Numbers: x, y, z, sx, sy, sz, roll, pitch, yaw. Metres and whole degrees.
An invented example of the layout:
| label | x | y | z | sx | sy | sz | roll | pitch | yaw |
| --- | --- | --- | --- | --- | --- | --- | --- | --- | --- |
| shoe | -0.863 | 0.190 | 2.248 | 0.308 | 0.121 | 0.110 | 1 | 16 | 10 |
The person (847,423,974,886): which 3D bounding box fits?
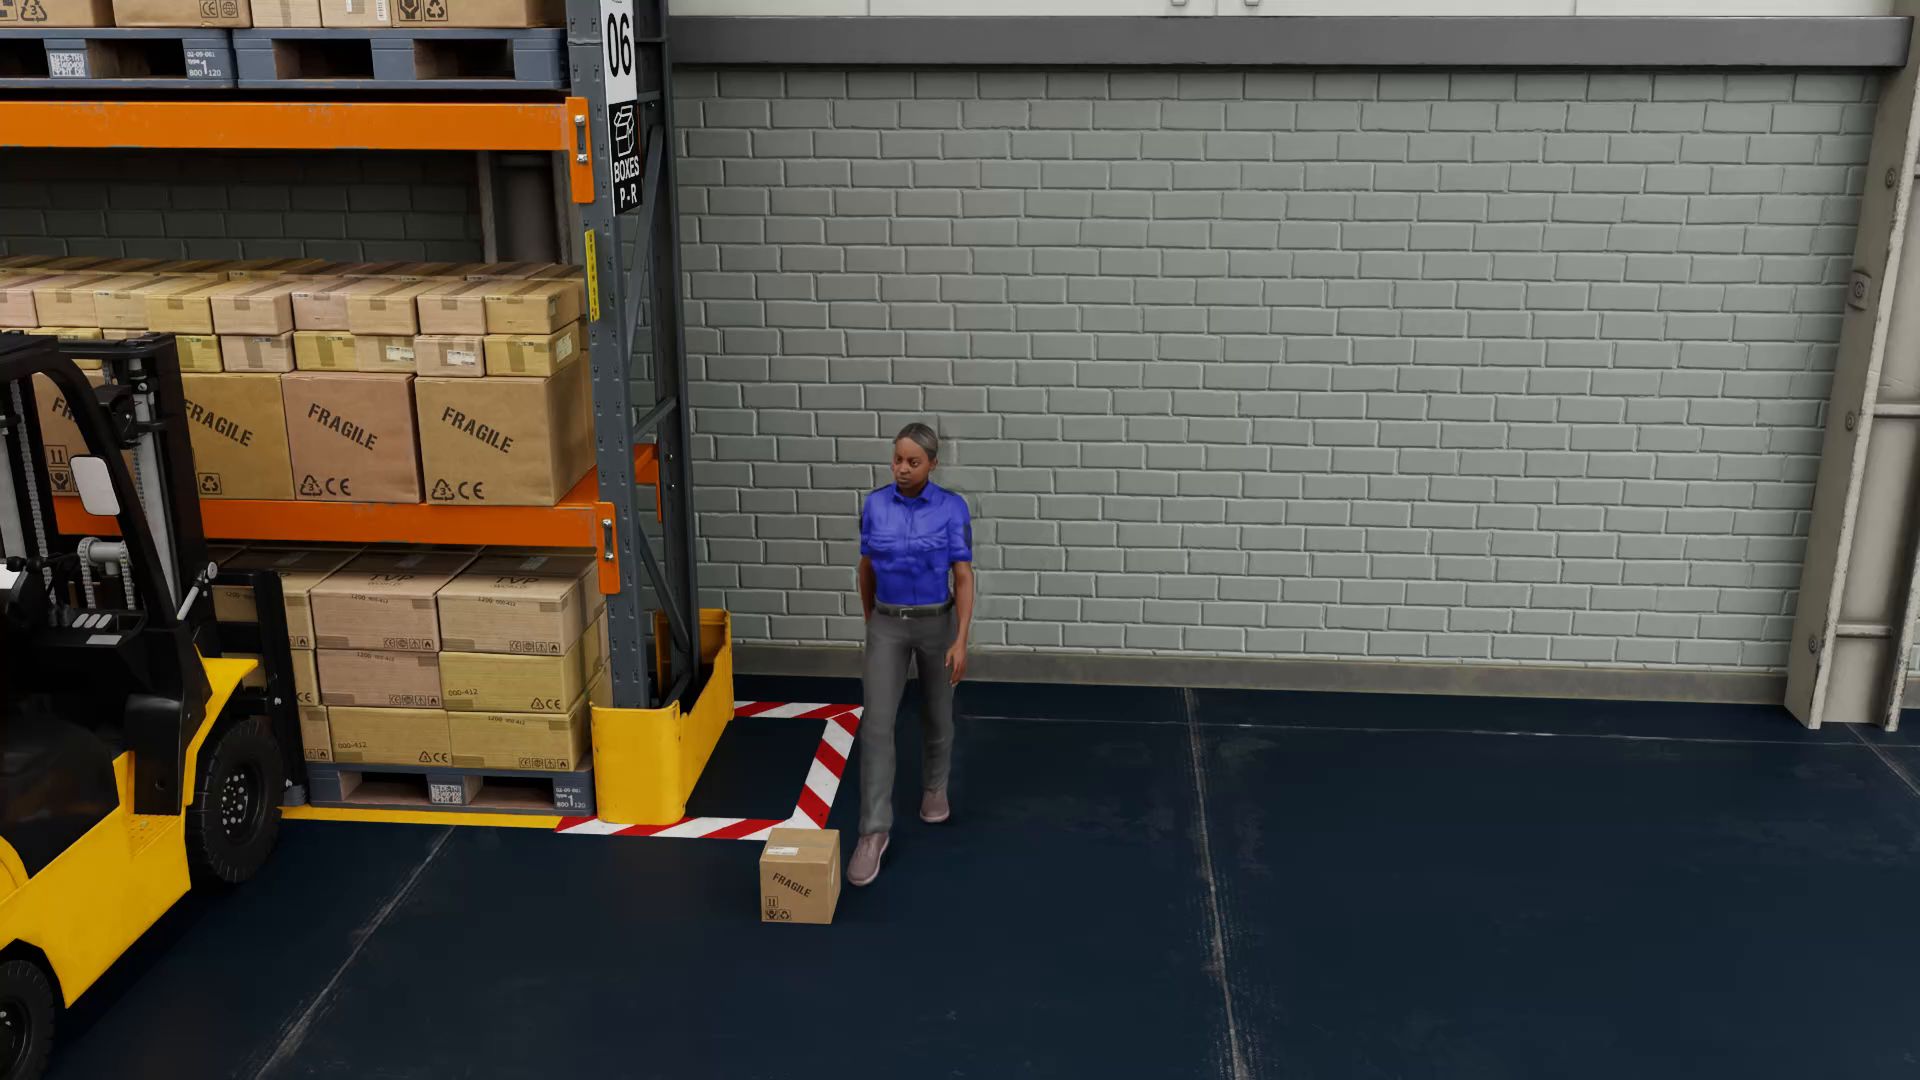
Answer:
| label | x | y | z | sx | sy | sz | roll | pitch | yaw |
| --- | --- | --- | --- | --- | --- | --- | --- | --- | --- |
| person | -0.178 | 0.394 | 6.293 | 0.461 | 1.661 | 0.748 | 1 | 18 | 4 |
